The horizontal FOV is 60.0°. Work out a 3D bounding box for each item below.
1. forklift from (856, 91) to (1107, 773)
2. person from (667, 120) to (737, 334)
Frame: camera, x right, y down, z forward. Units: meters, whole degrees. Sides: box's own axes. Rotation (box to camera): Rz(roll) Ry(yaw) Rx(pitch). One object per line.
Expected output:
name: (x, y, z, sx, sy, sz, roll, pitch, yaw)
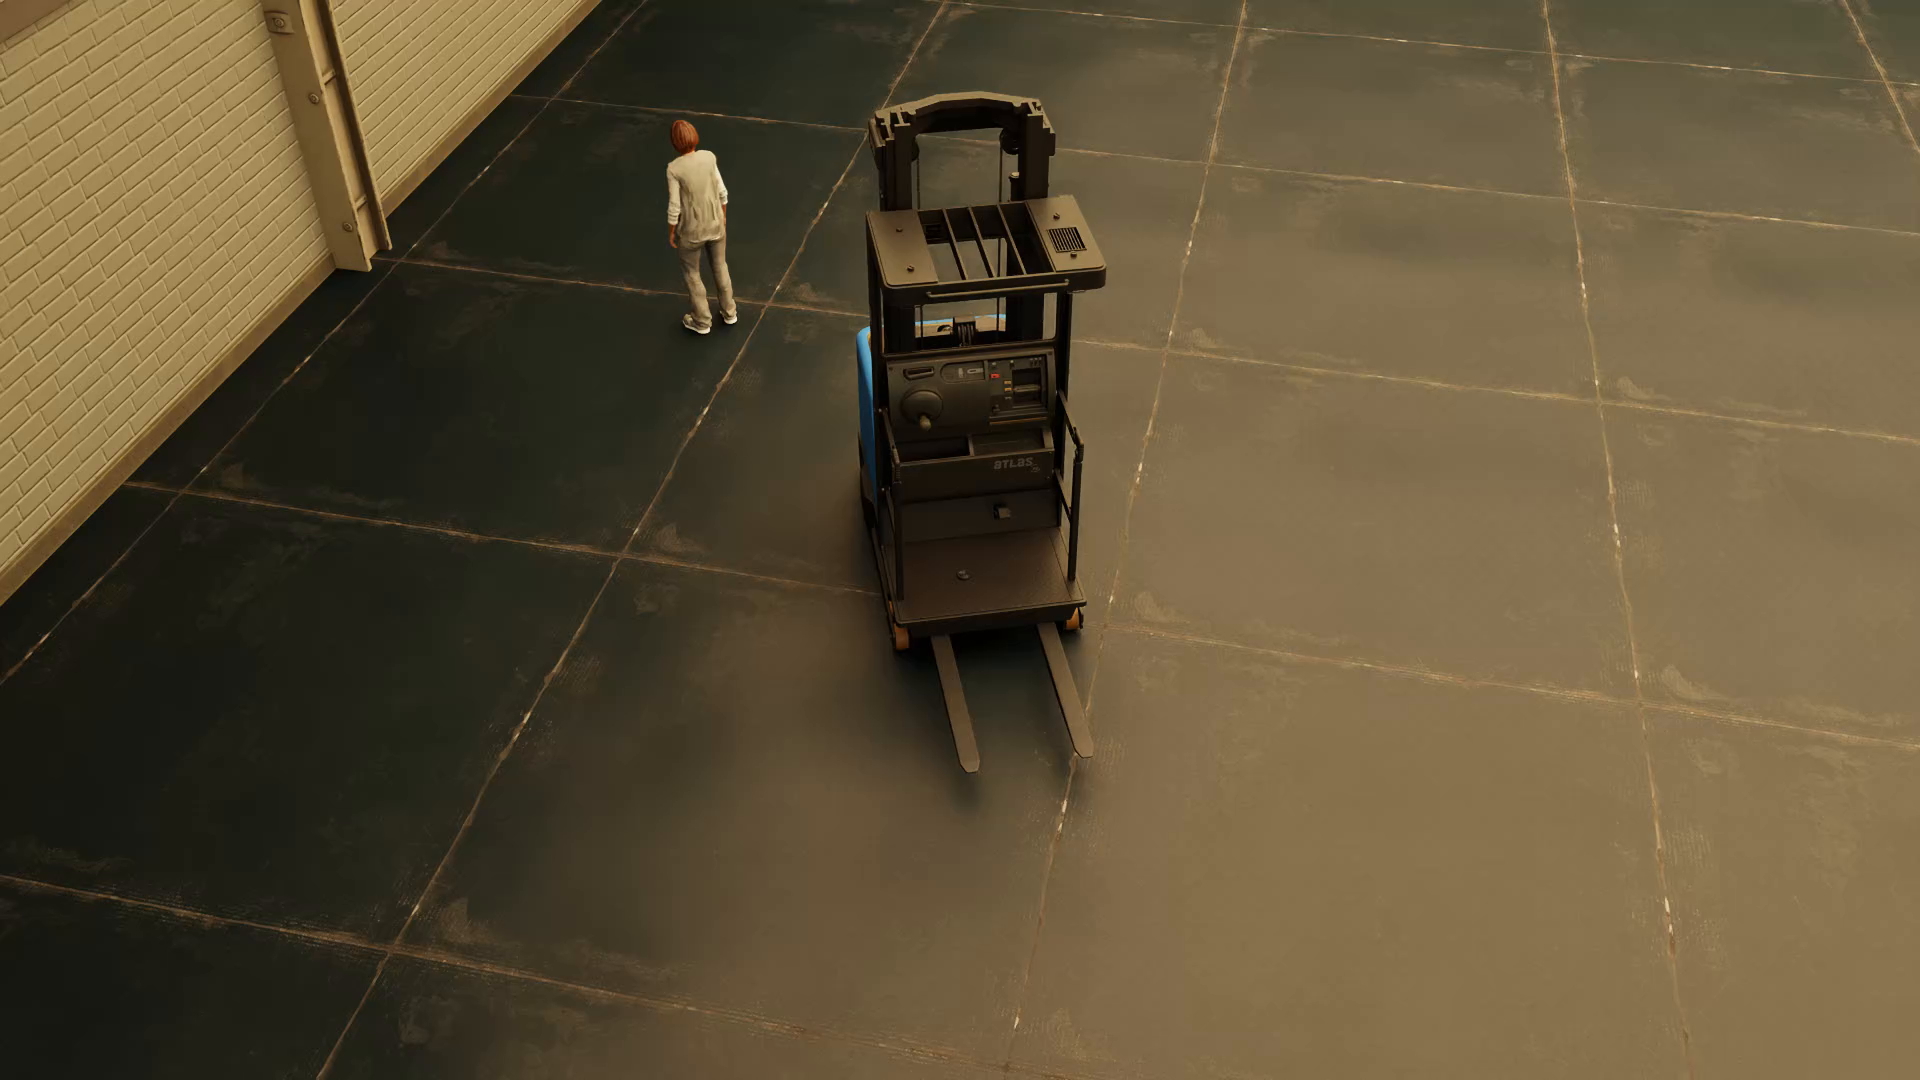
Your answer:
forklift: (0.104, -0.747, 8.950, 1.130, 2.935, 3.031, -6, 40, -8)
person: (-1.841, -2.199, 11.756, 0.464, 1.593, 0.345, -24, 45, -26)
